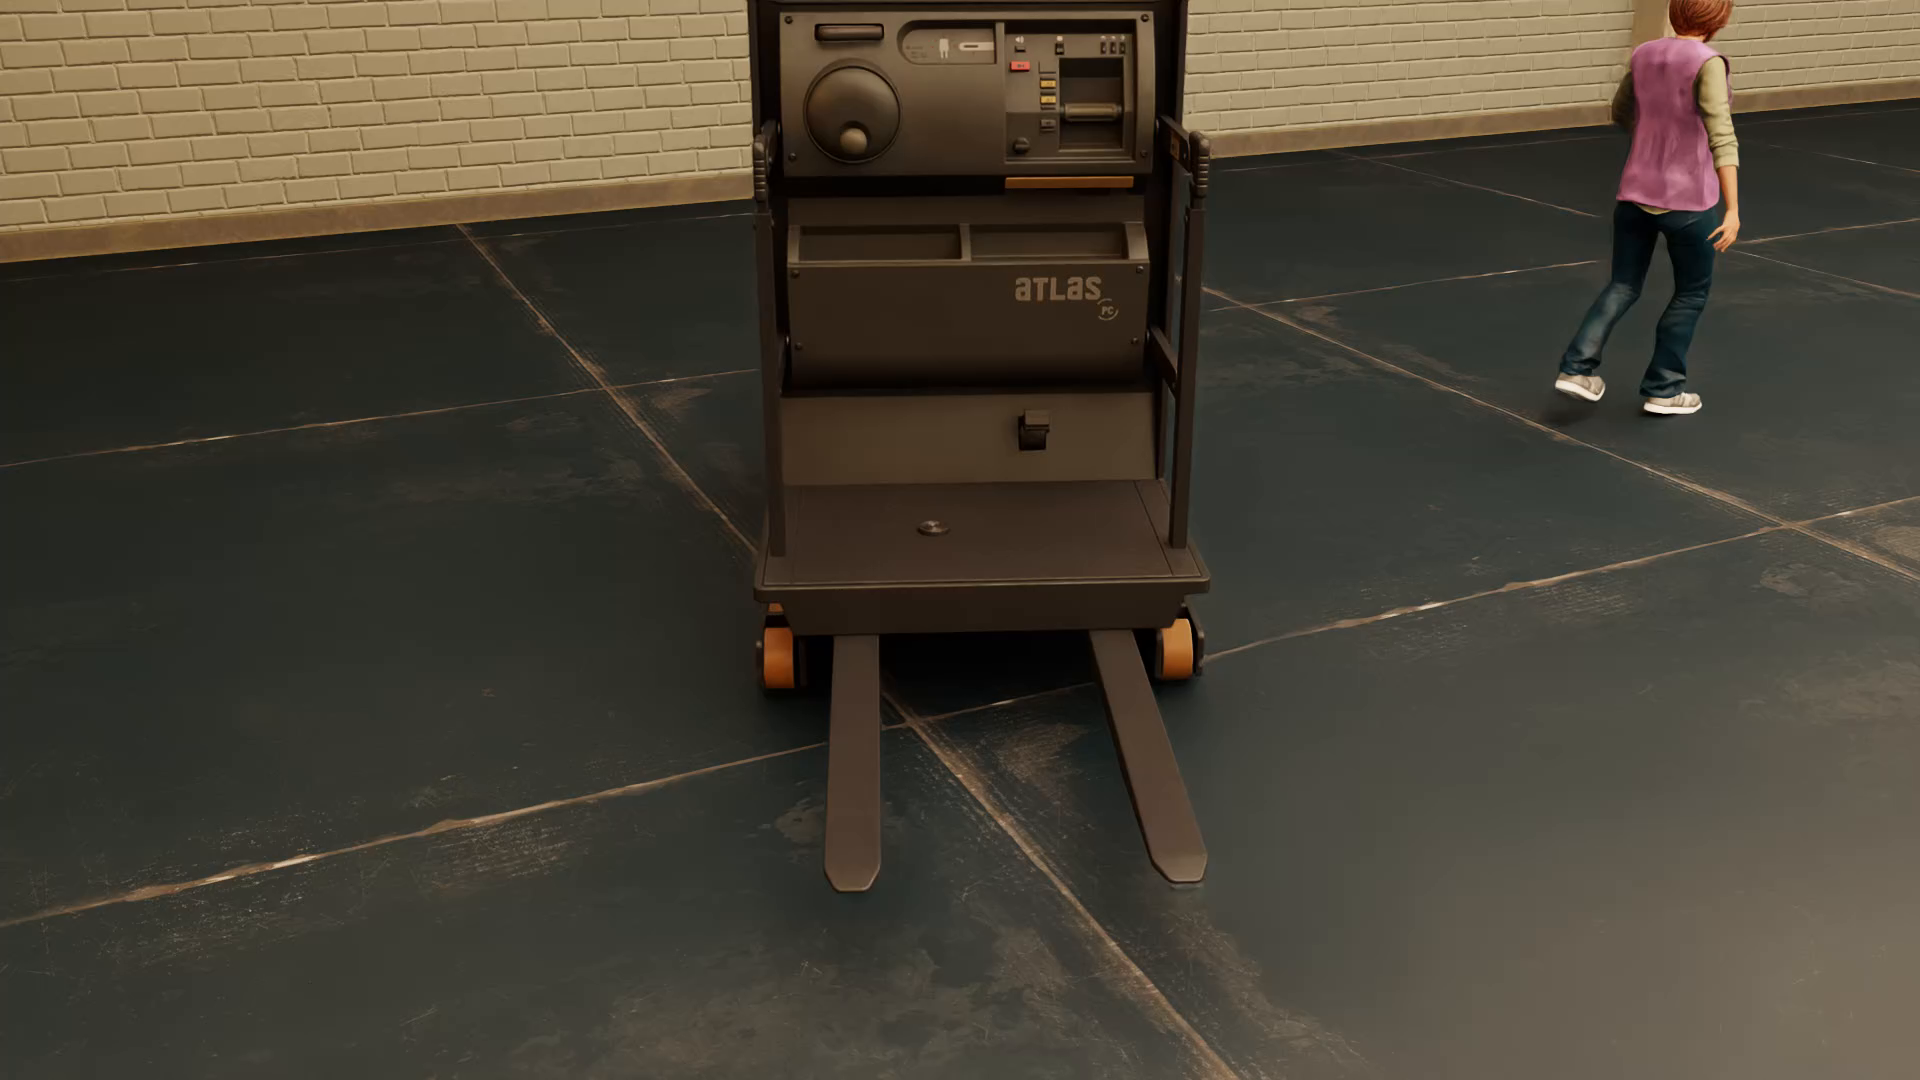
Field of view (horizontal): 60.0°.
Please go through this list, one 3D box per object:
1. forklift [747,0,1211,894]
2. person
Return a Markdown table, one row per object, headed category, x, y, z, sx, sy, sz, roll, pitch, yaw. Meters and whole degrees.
| category | x | y | z | sx | sy | sz | roll | pitch | yaw |
| --- | --- | --- | --- | --- | --- | --- | --- | --- | --- |
| forklift | 0.033 | -1.101 | 3.935 | 1.130 | 2.935 | 3.031 | -1 | 23 | -3 |
| person | 2.538 | -1.195 | 5.947 | 0.658 | 1.576 | 0.757 | -13 | 26 | -28 |
